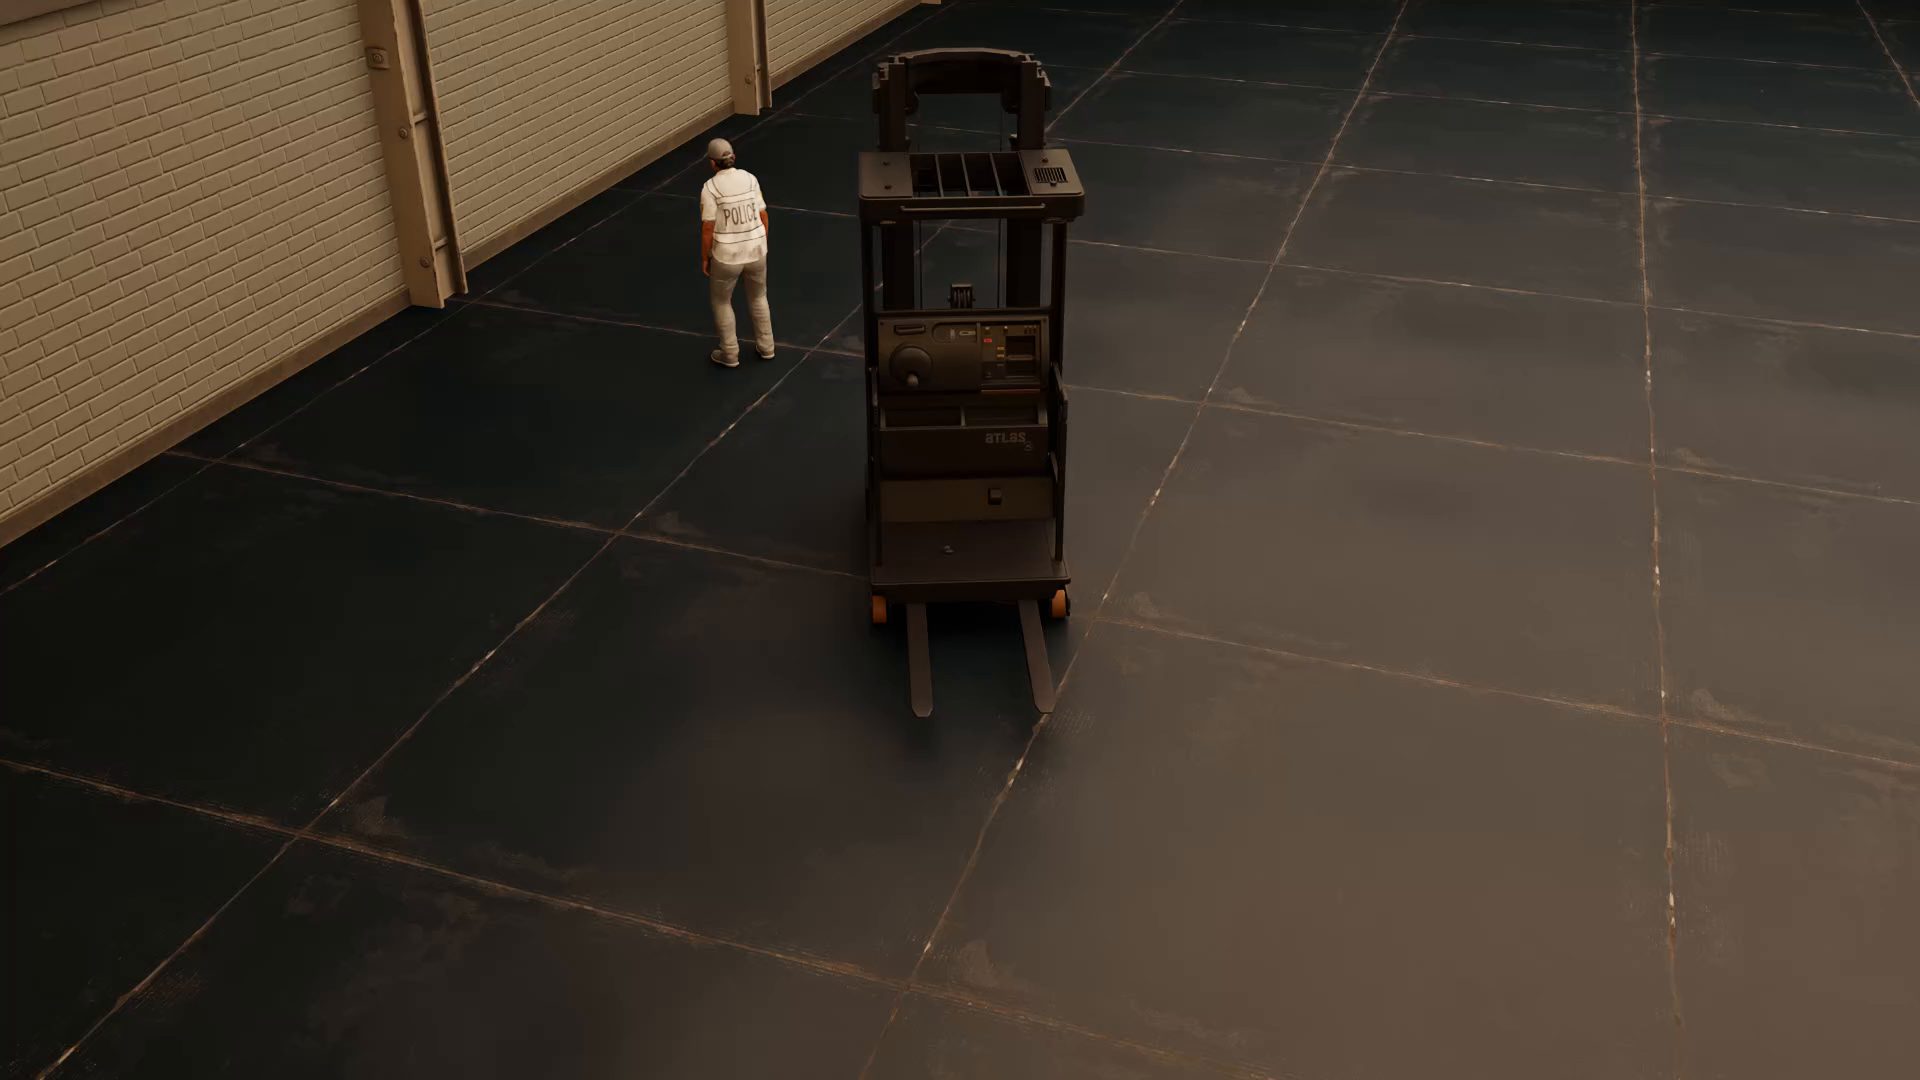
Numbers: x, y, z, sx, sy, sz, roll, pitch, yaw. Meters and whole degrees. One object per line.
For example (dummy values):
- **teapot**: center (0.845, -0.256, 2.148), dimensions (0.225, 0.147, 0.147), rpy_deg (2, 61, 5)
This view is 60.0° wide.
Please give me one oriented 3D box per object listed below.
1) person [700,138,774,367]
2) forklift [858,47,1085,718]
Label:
- **person**: center (-1.629, -2.082, 12.070), dimensions (0.556, 1.665, 0.467), rpy_deg (-17, 34, -28)
- **forklift**: center (0.035, -0.972, 8.842), dimensions (1.130, 2.935, 3.031), rpy_deg (-2, 30, -3)
